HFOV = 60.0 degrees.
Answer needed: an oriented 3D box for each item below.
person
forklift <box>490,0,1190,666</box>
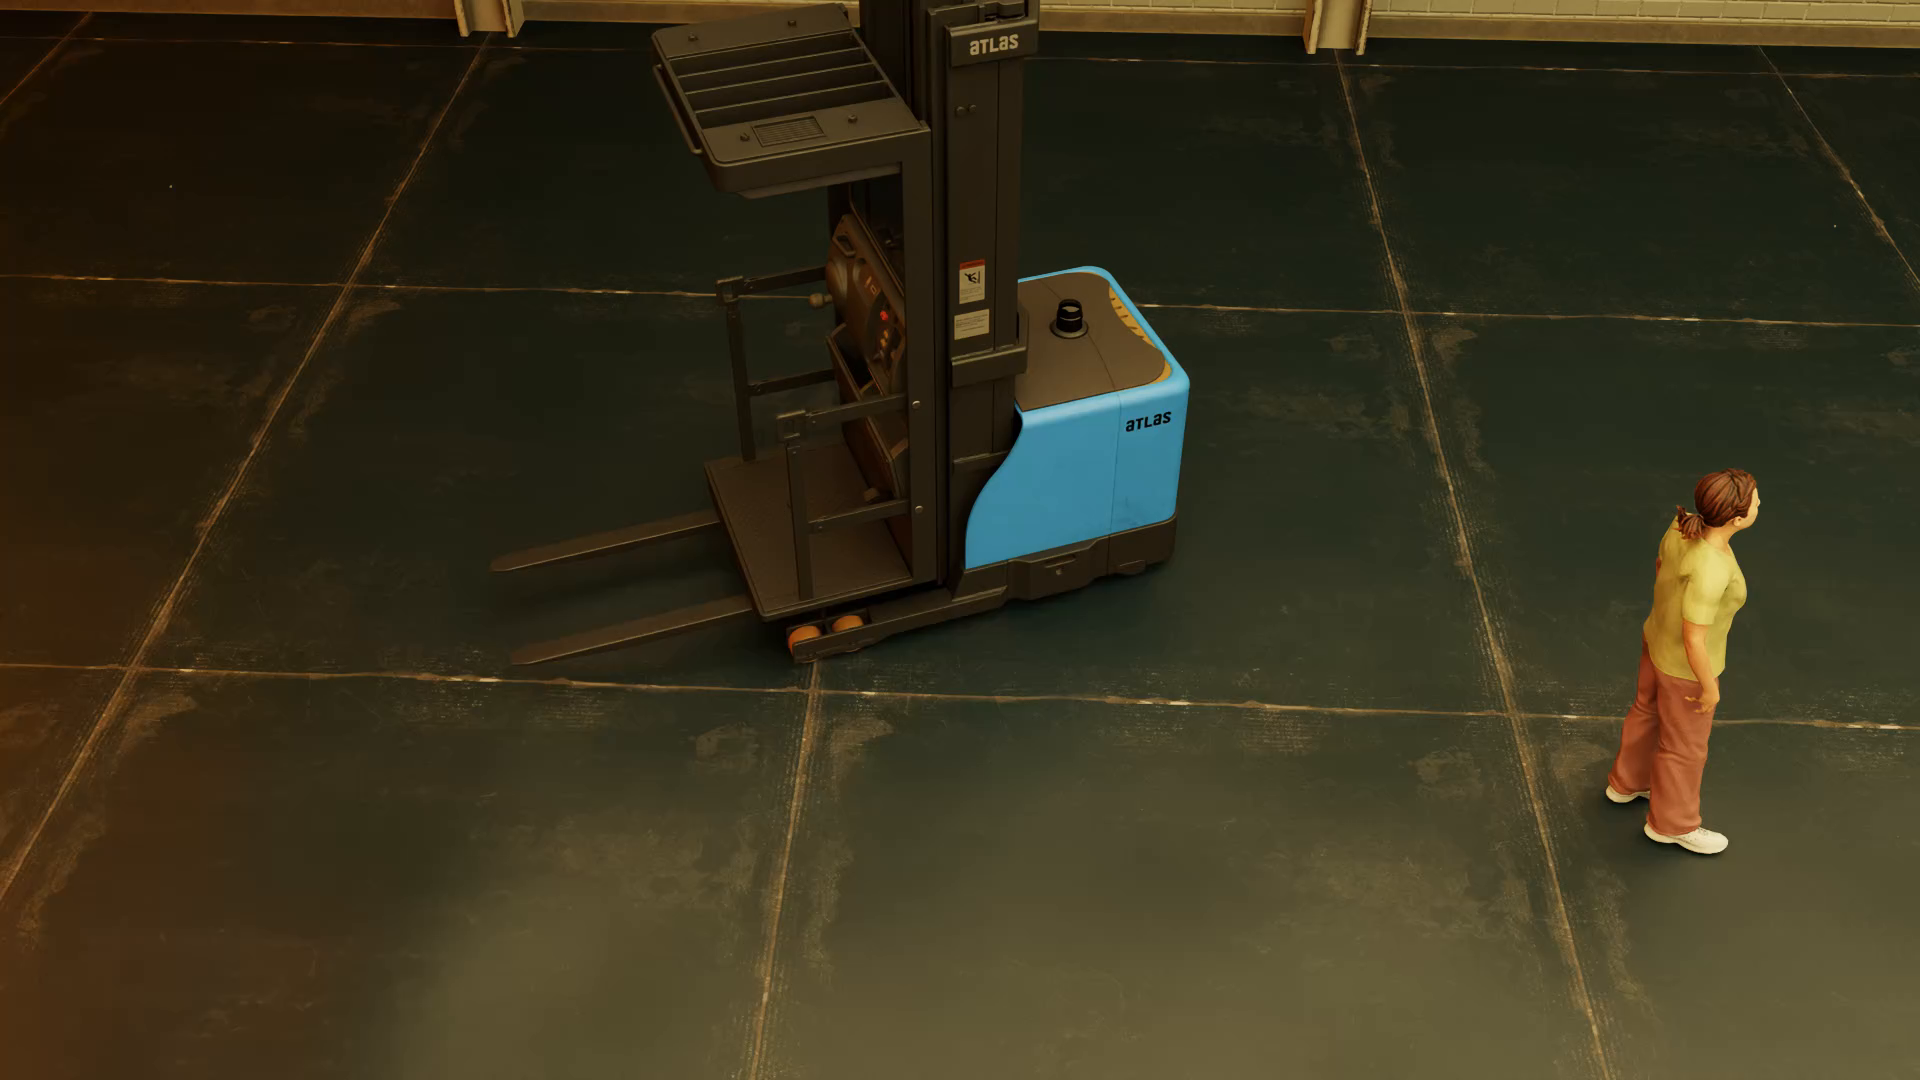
[{"bbox_3d":[2.764,0.428,6.194,0.548,1.672,0.553,3,42,3],"label":"person"},{"bbox_3d":[-0.573,-0.945,6.778,3.031,2.935,1.130,-13,44,-14],"label":"forklift"}]
